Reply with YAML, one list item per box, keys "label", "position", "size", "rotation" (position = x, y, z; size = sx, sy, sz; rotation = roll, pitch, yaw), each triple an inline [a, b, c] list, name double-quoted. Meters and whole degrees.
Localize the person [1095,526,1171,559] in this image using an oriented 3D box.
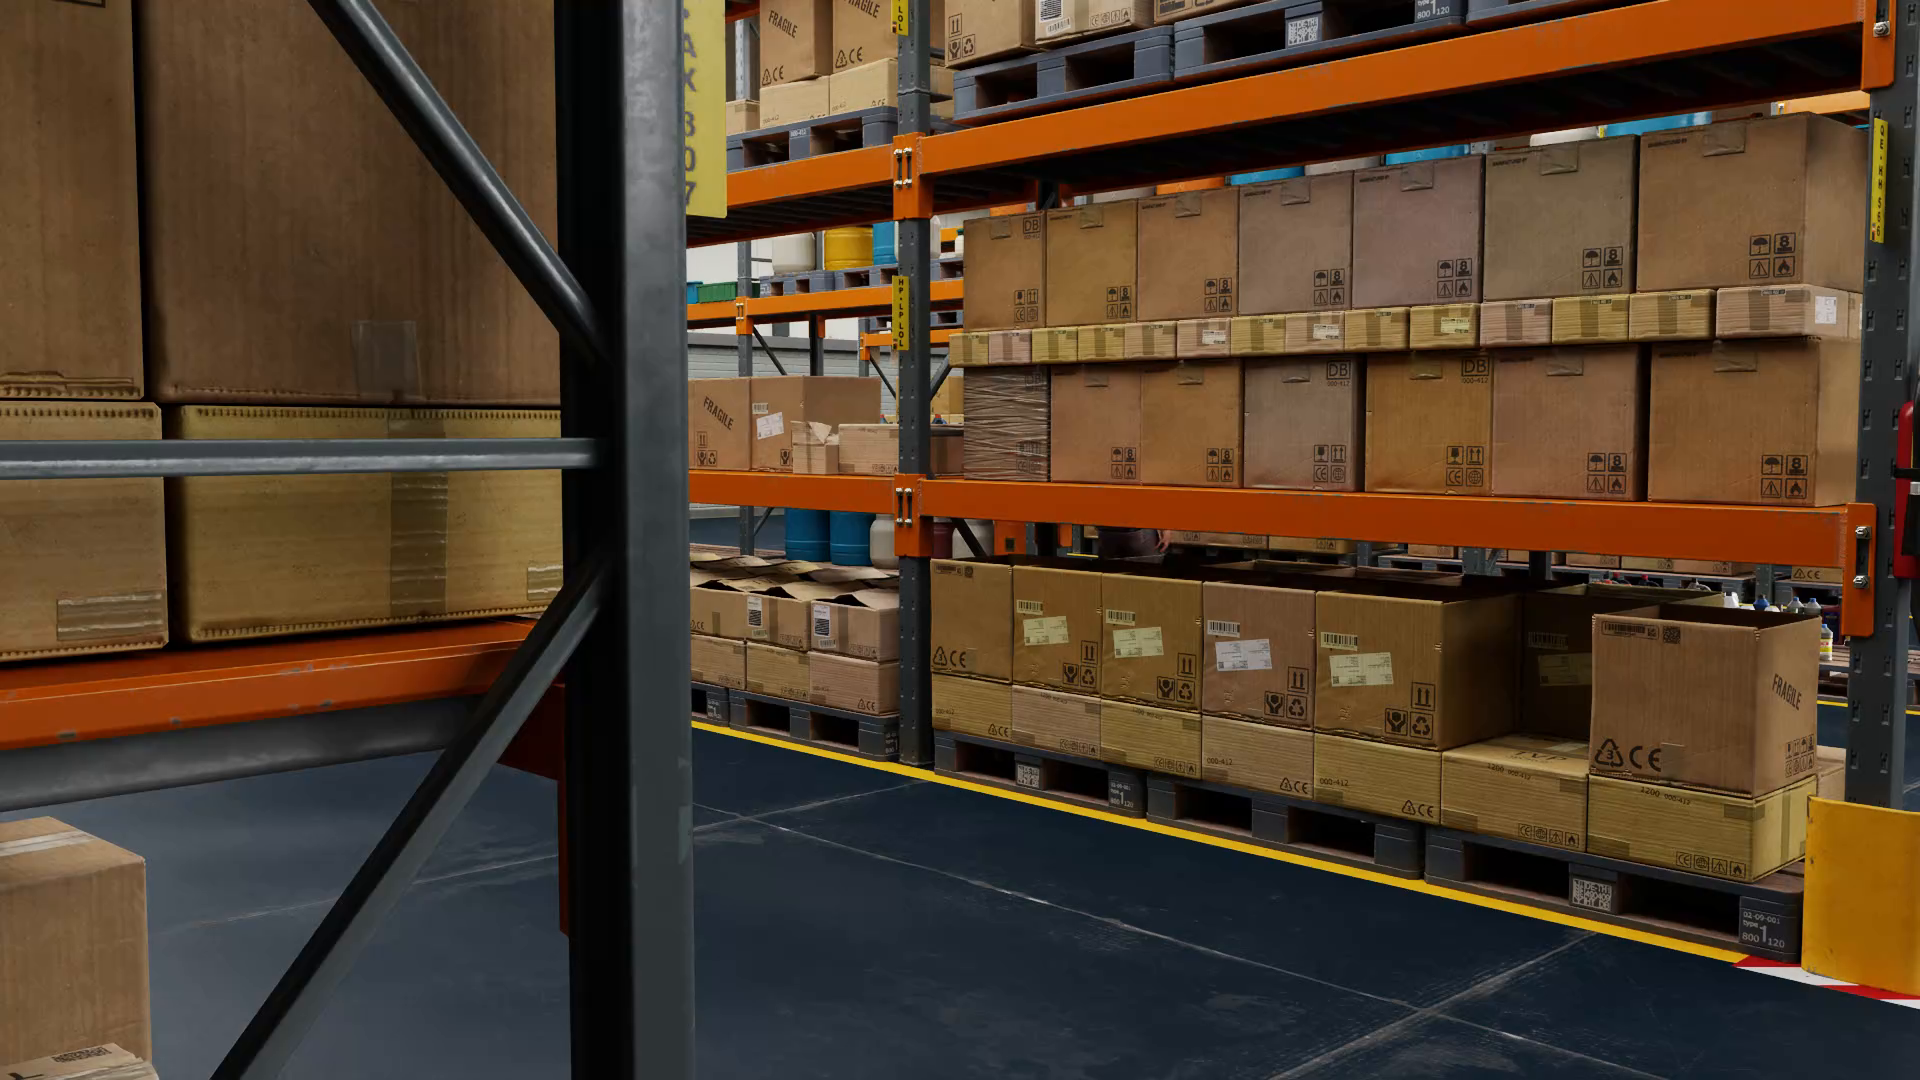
- label: "person"
  position: [1.106, -0.059, 10.828]
  size: [0.420, 1.721, 0.581]
  rotation: [-4, 5, -43]
